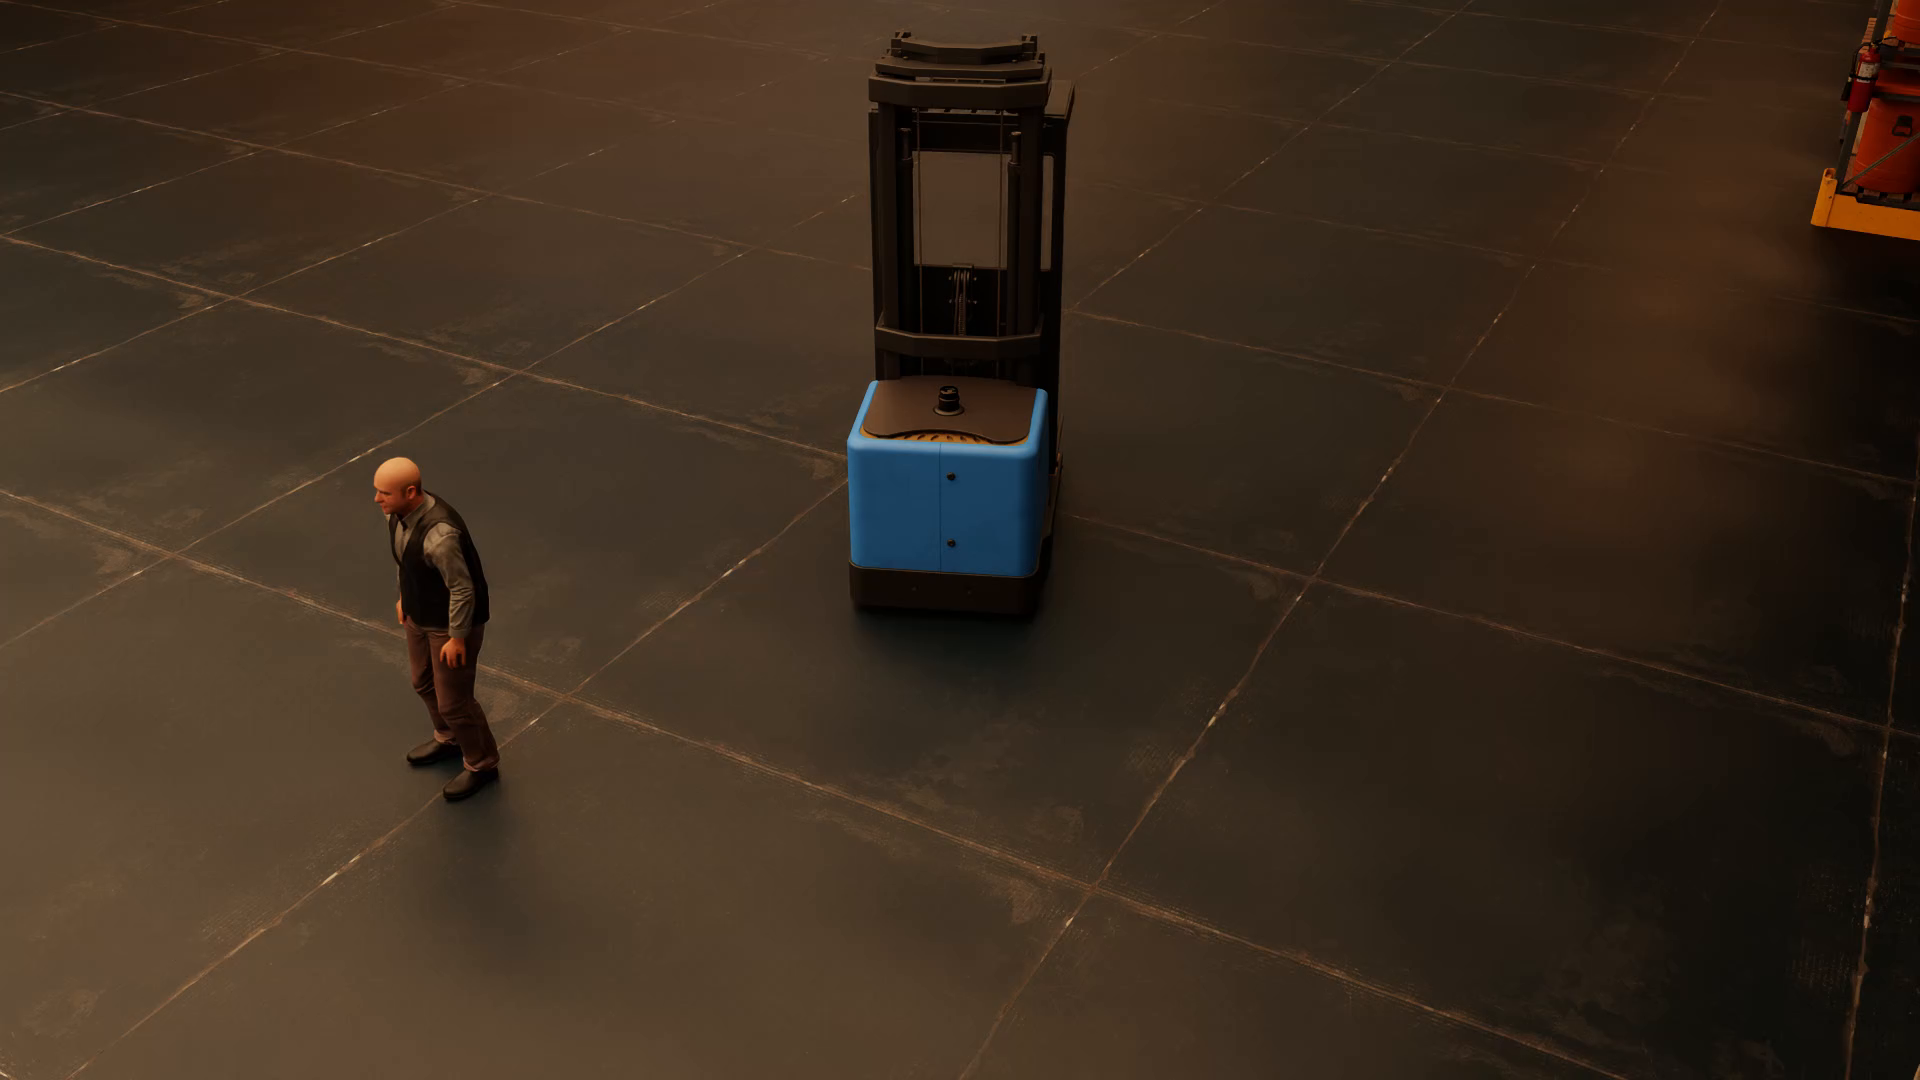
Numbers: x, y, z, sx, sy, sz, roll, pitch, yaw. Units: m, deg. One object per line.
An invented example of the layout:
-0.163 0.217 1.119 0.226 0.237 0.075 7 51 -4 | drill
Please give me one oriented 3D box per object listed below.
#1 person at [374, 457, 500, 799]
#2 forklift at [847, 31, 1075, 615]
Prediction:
-2.382 0.366 7.648 0.413 1.721 0.581 -24 38 -35 | person
0.072 -1.572 9.794 1.130 2.935 3.031 3 30 6 | forklift
